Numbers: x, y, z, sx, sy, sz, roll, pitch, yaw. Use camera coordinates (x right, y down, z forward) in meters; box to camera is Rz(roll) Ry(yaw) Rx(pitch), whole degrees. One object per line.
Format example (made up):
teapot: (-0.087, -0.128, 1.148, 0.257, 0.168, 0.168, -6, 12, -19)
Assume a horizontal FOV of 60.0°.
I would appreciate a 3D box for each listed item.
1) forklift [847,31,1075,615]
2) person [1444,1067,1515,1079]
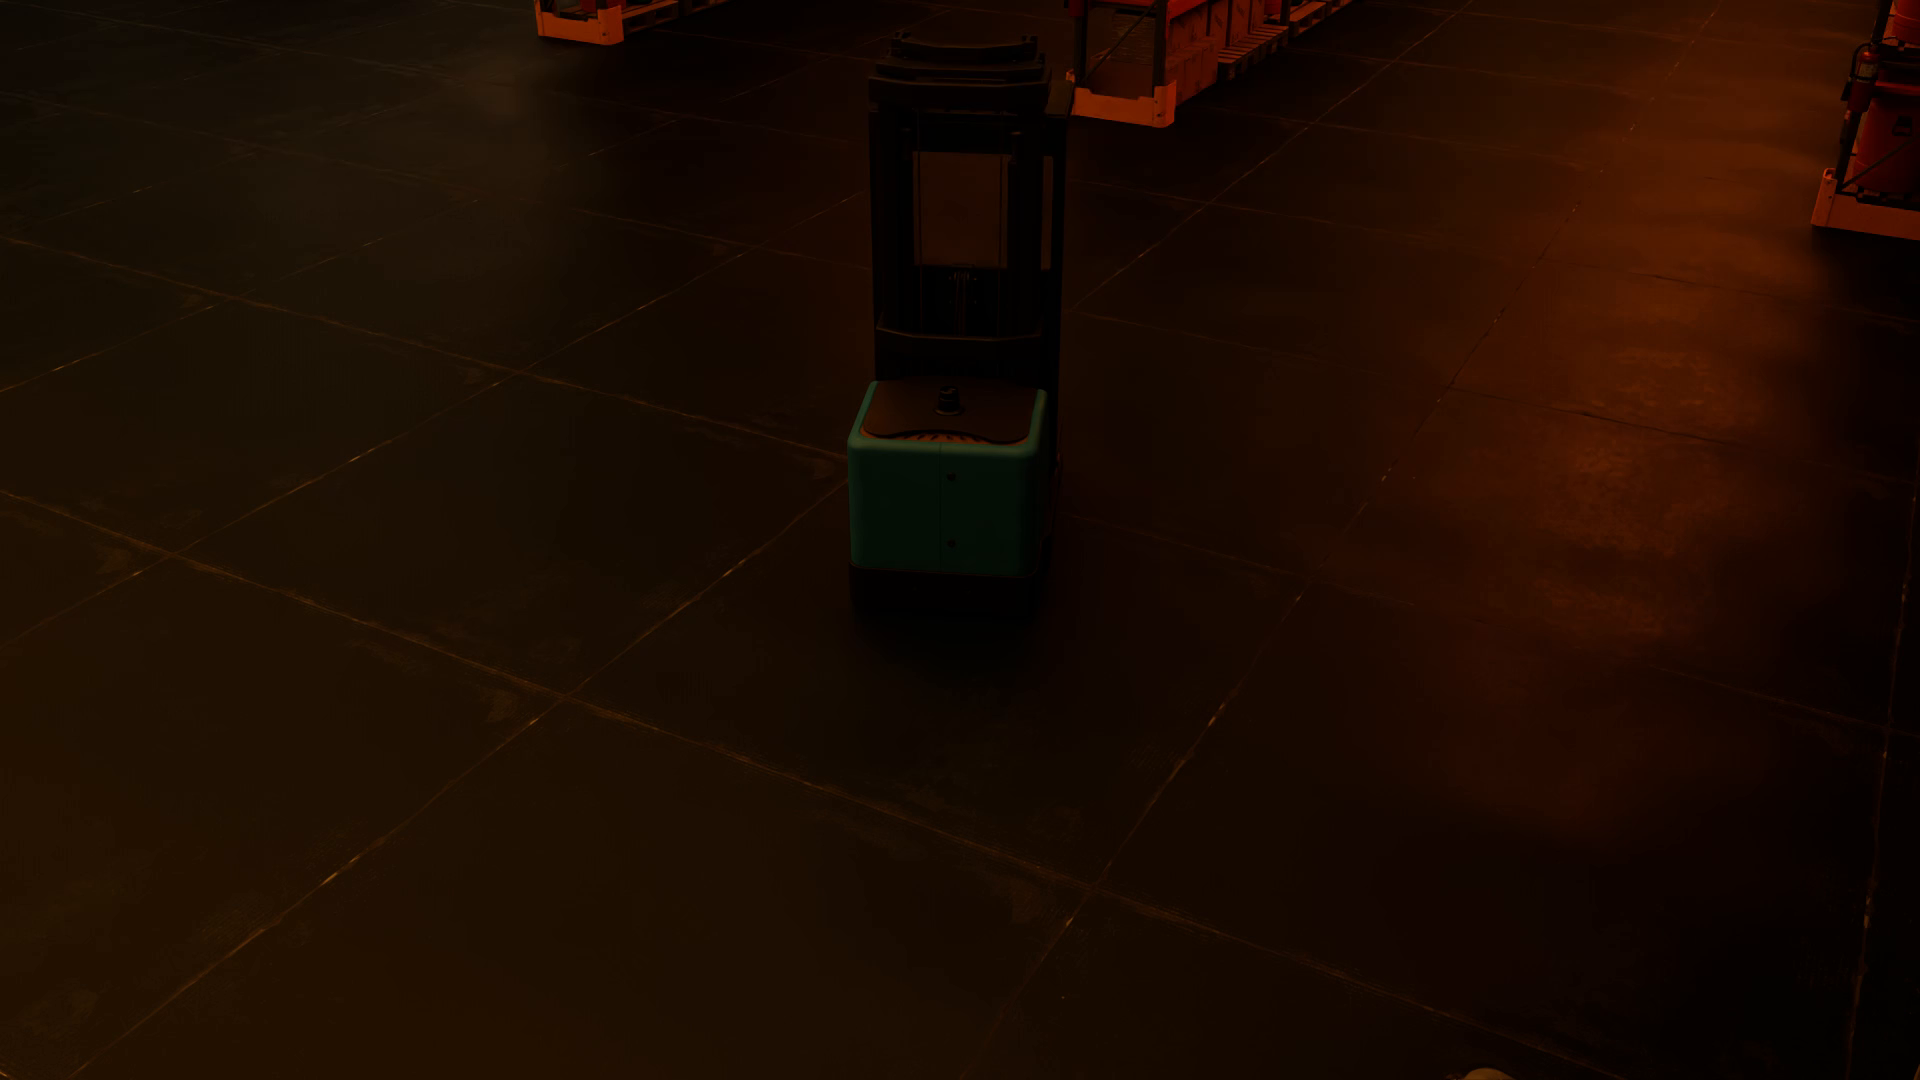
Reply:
forklift: (0.072, -1.572, 9.794, 1.130, 2.935, 3.031, 3, 30, 6)
person: (1.374, 2.165, 4.666, 0.924, 1.675, 0.629, -6, 31, -10)
